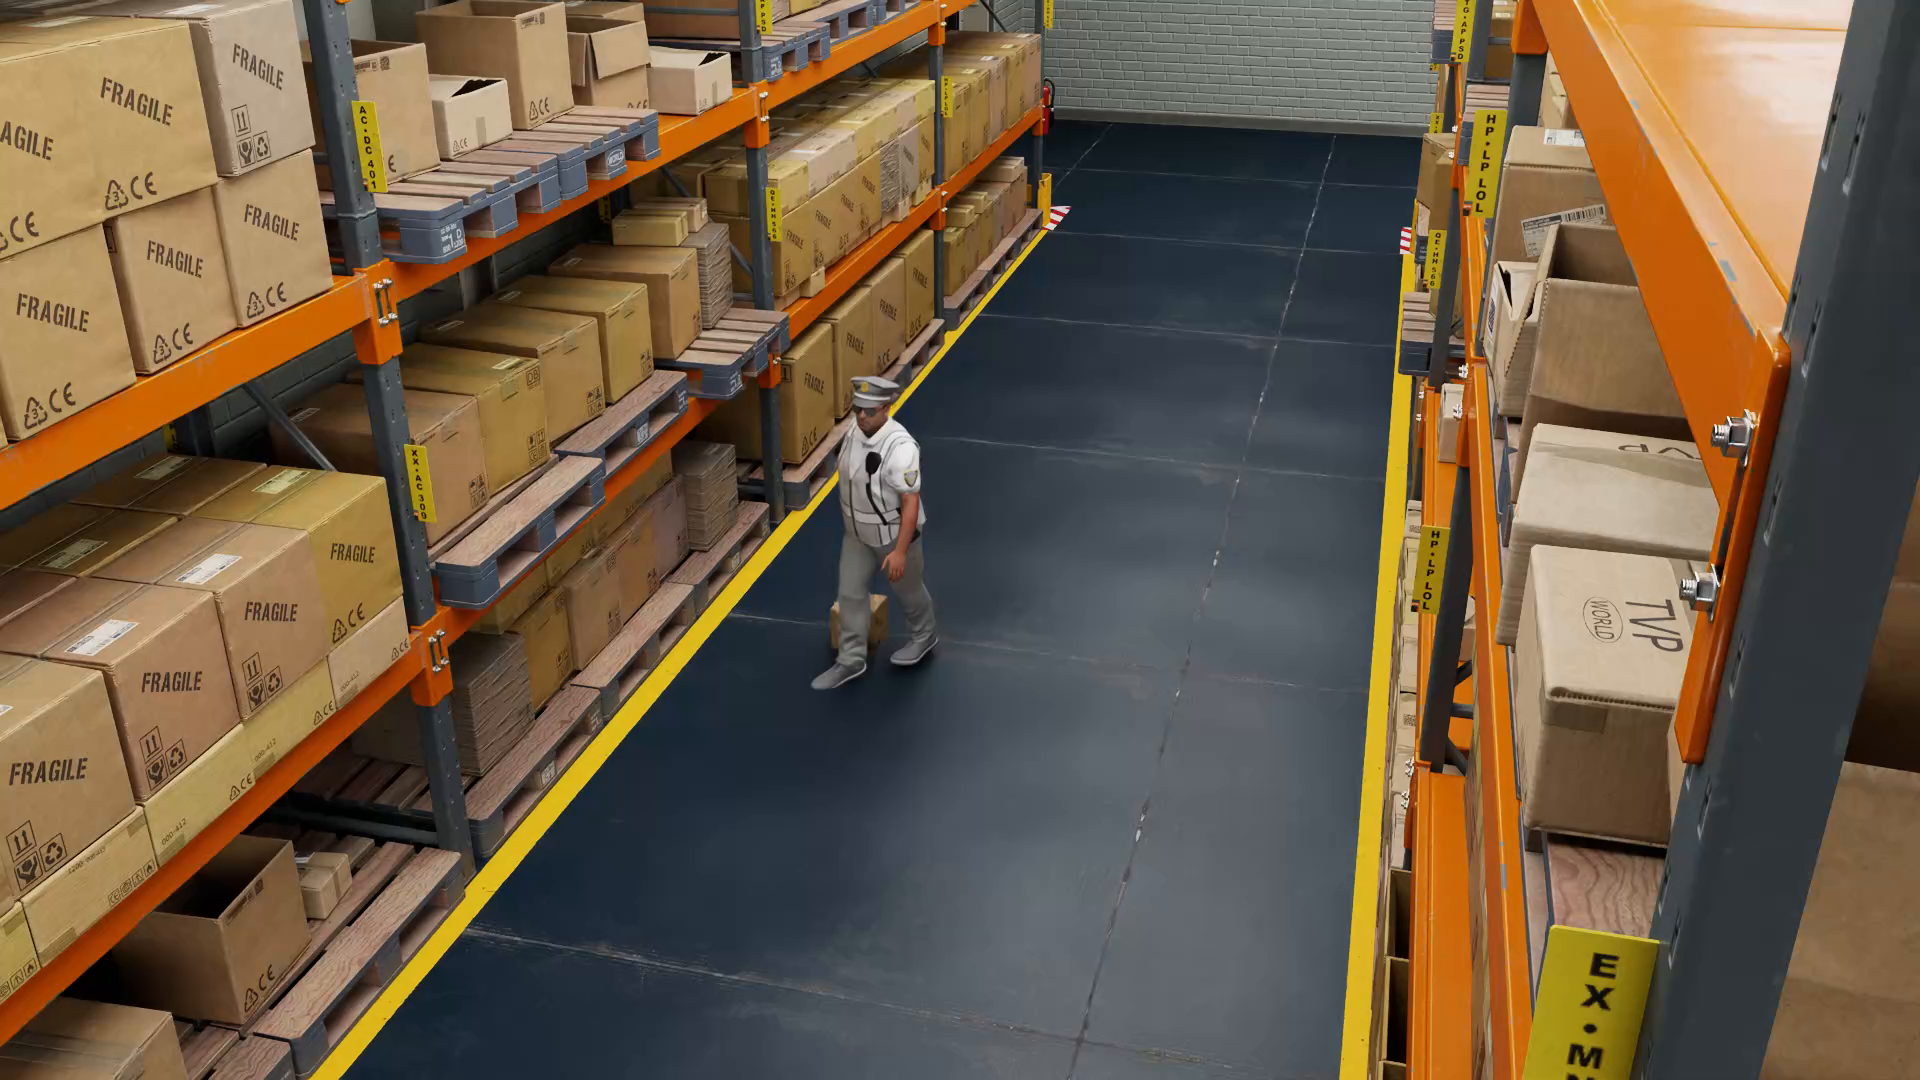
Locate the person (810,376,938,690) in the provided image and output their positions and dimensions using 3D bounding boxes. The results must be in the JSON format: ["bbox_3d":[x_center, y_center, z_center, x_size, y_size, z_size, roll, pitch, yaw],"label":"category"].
[{"bbox_3d":[-0.379,-0.037,8.692,0.567,1.797,0.736,20,32,37],"label":"person"}]
